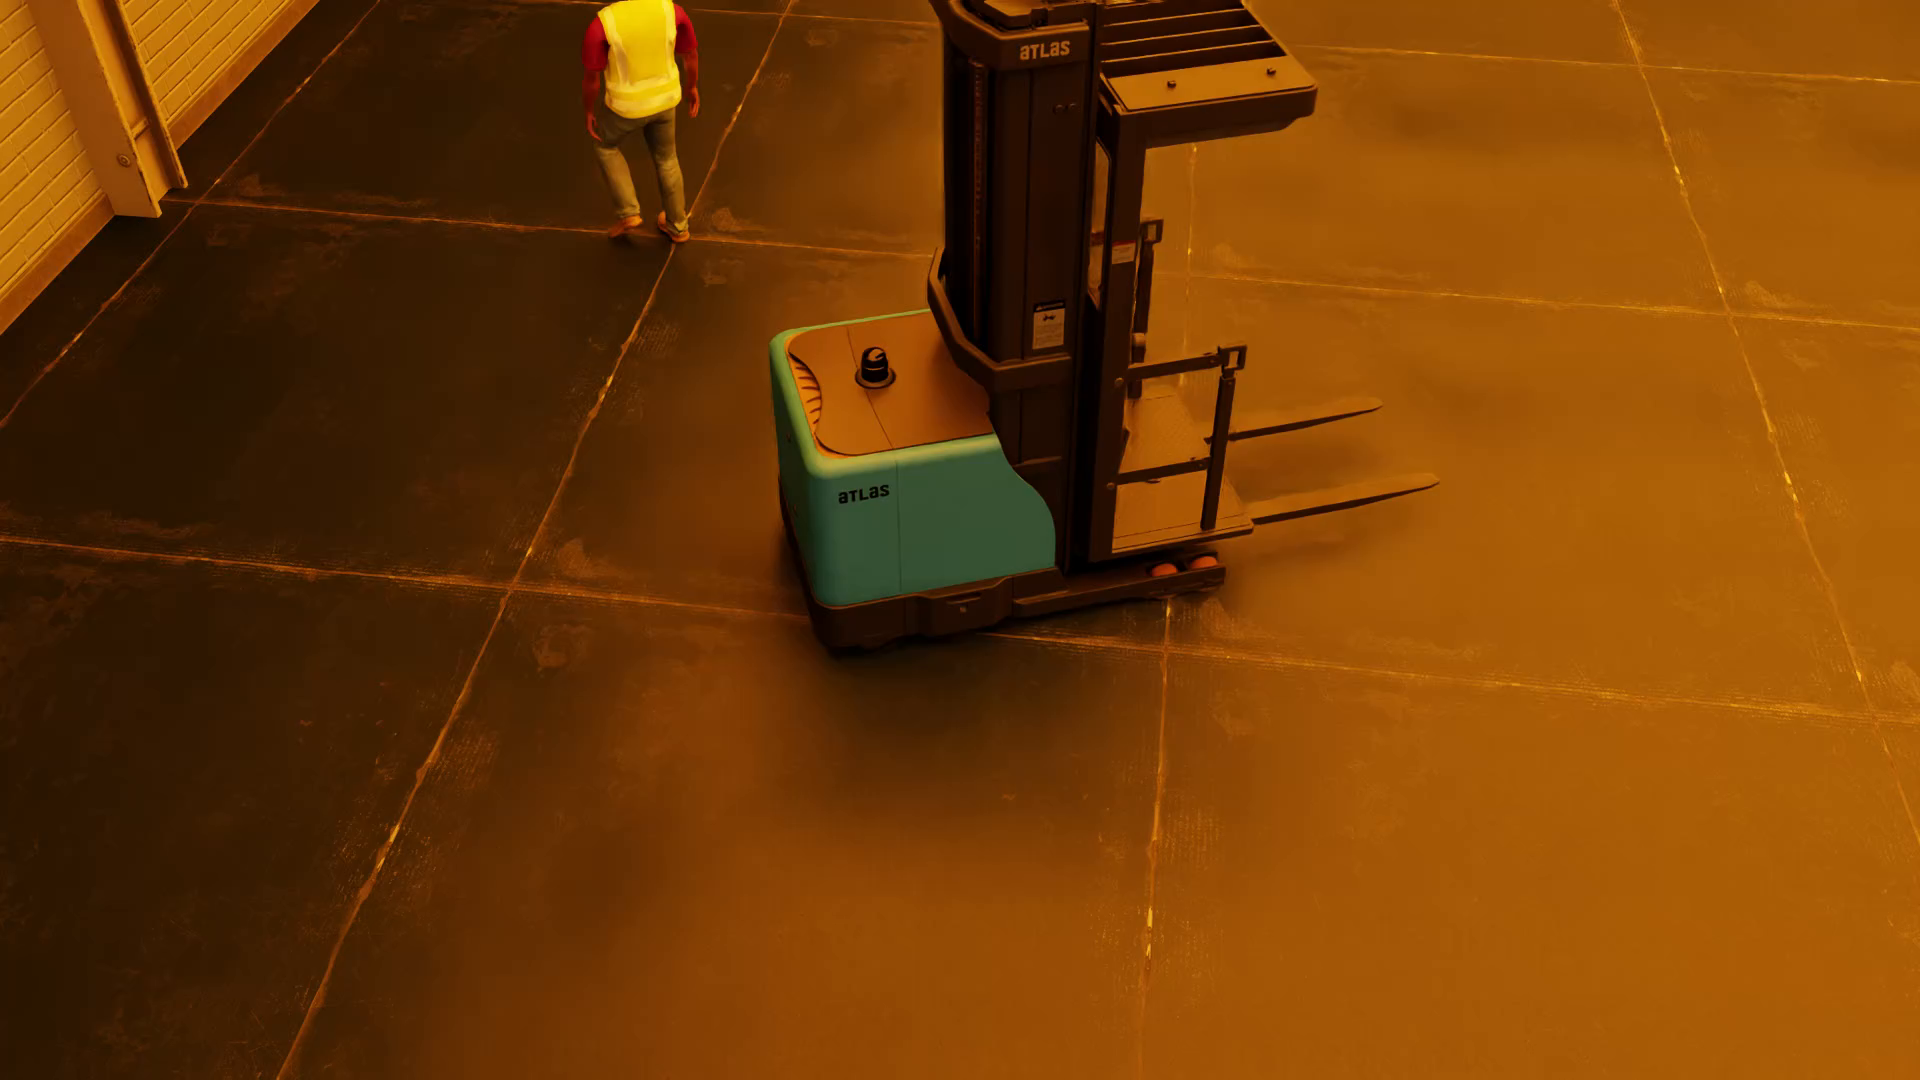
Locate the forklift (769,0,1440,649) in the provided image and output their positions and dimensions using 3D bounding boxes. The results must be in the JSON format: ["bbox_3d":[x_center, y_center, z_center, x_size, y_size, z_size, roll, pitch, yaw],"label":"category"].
[{"bbox_3d":[0.722,-1.145,6.971,3.031,2.935,1.130,-10,44,-11],"label":"forklift"}]

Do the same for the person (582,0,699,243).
[{"bbox_3d":[-1.811,-2.483,9.319,0.687,1.765,0.483,-24,48,-24],"label":"person"}]
